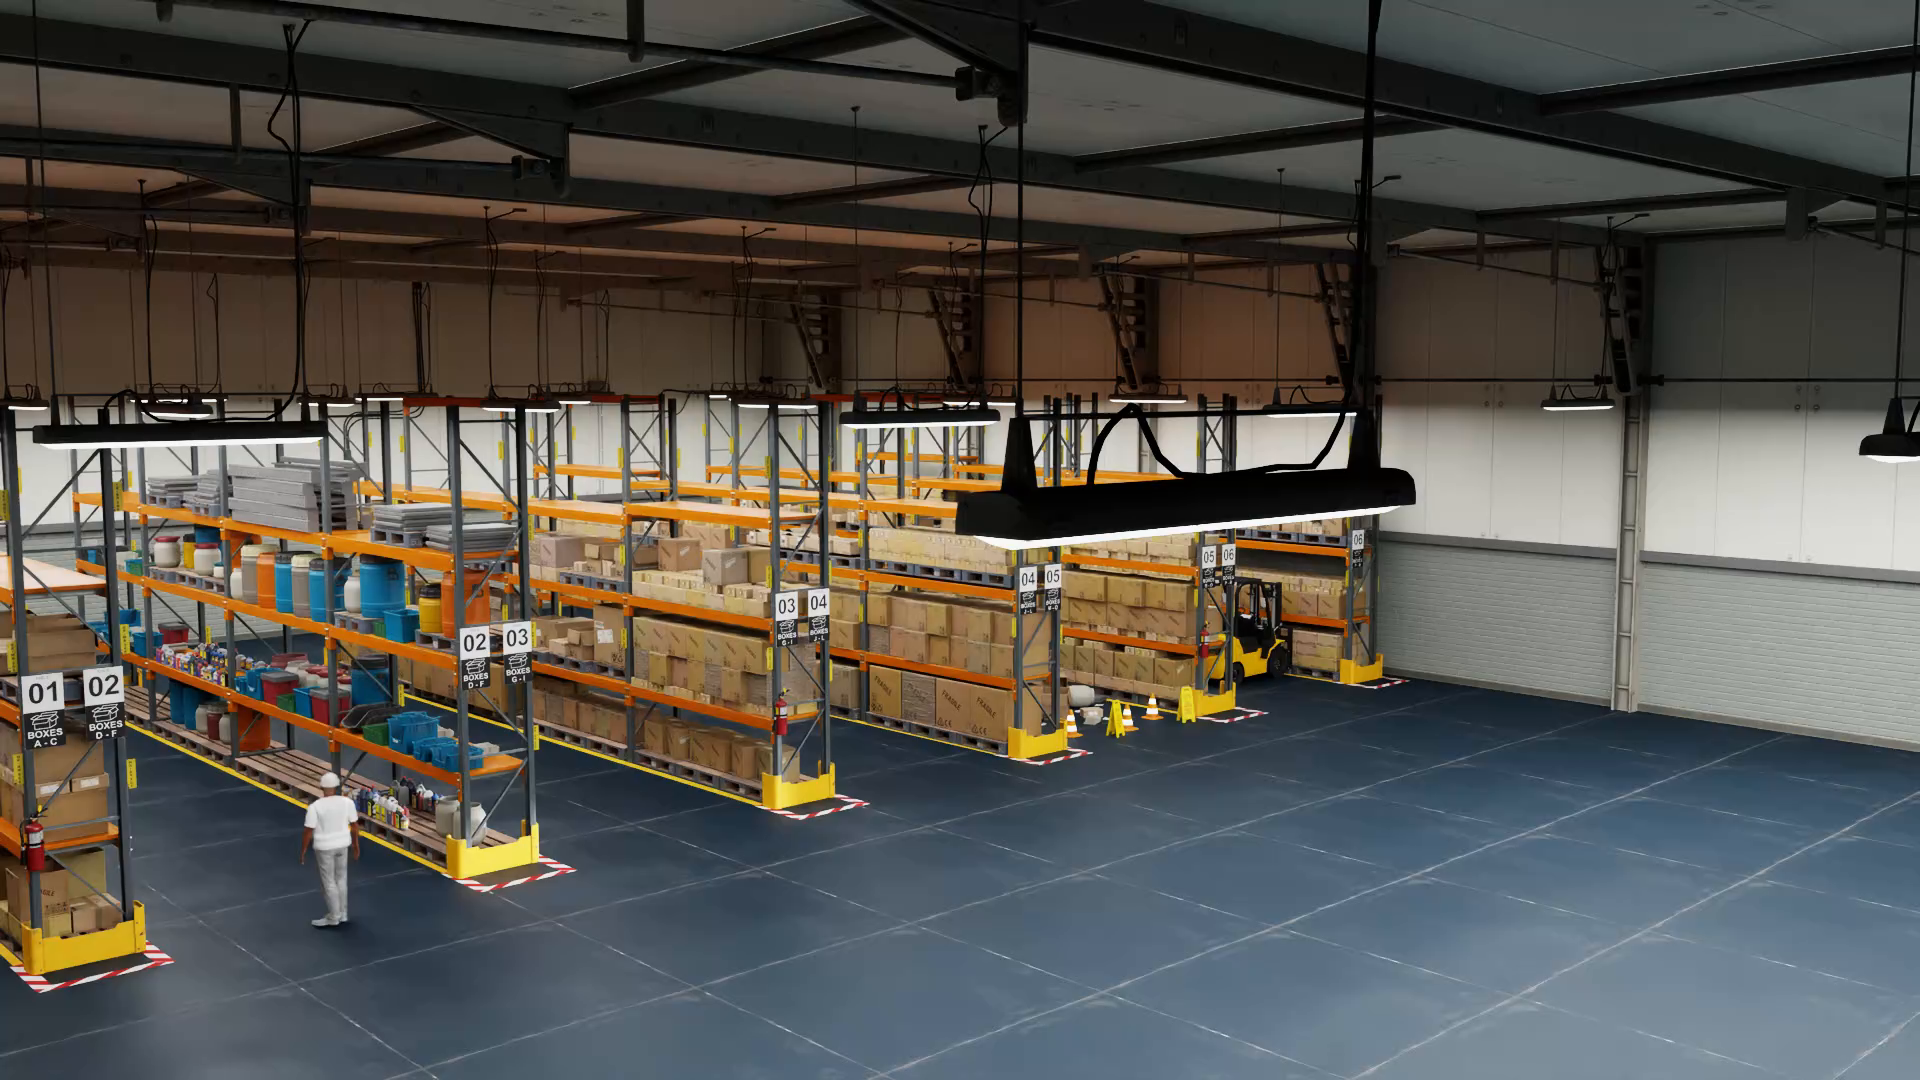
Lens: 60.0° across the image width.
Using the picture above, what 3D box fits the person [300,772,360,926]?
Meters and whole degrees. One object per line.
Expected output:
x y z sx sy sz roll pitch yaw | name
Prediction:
-7.316 3.589 19.329 0.633 1.790 0.376 -5 7 -40 | person
